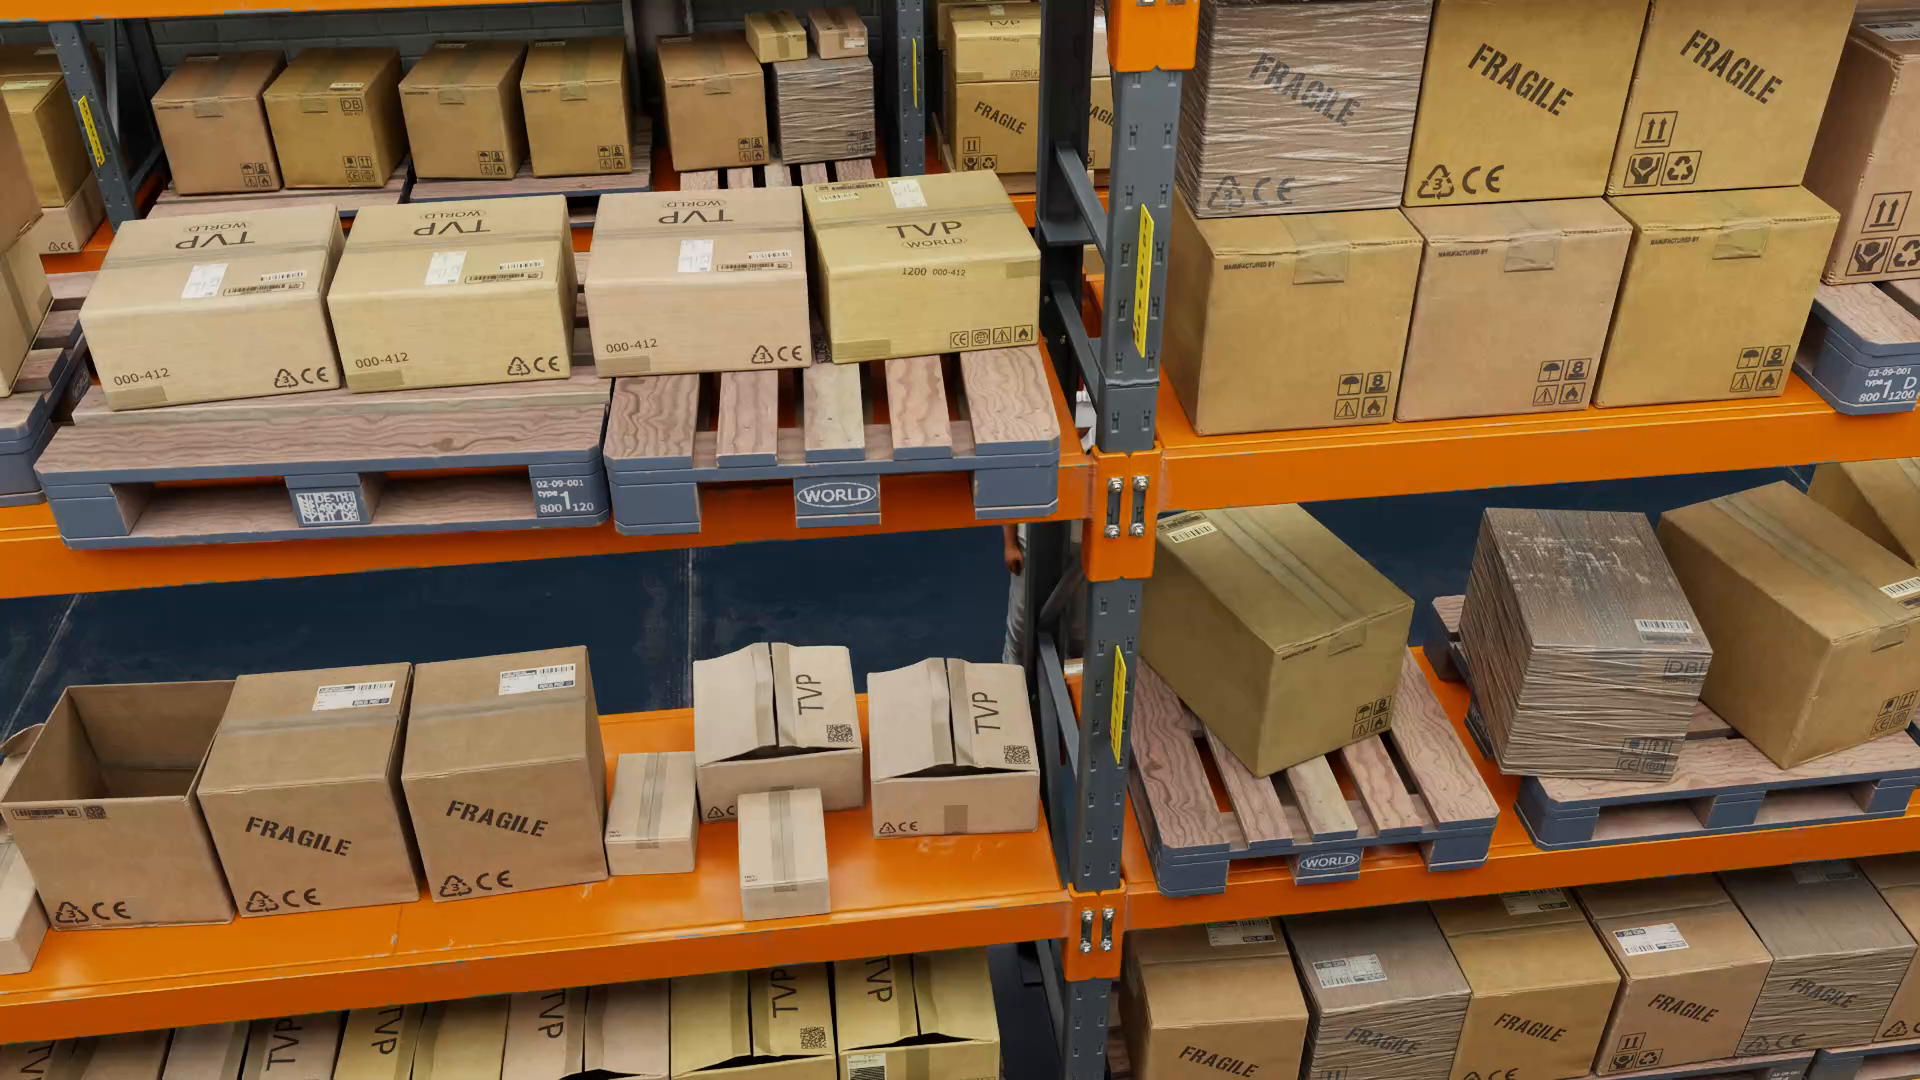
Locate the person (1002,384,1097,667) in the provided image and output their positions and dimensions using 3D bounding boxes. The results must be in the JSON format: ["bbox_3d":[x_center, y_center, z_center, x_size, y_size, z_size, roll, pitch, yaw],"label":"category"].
[{"bbox_3d":[0.429,0.004,7.132,0.564,1.667,0.464,-6,35,-9],"label":"person"}]
